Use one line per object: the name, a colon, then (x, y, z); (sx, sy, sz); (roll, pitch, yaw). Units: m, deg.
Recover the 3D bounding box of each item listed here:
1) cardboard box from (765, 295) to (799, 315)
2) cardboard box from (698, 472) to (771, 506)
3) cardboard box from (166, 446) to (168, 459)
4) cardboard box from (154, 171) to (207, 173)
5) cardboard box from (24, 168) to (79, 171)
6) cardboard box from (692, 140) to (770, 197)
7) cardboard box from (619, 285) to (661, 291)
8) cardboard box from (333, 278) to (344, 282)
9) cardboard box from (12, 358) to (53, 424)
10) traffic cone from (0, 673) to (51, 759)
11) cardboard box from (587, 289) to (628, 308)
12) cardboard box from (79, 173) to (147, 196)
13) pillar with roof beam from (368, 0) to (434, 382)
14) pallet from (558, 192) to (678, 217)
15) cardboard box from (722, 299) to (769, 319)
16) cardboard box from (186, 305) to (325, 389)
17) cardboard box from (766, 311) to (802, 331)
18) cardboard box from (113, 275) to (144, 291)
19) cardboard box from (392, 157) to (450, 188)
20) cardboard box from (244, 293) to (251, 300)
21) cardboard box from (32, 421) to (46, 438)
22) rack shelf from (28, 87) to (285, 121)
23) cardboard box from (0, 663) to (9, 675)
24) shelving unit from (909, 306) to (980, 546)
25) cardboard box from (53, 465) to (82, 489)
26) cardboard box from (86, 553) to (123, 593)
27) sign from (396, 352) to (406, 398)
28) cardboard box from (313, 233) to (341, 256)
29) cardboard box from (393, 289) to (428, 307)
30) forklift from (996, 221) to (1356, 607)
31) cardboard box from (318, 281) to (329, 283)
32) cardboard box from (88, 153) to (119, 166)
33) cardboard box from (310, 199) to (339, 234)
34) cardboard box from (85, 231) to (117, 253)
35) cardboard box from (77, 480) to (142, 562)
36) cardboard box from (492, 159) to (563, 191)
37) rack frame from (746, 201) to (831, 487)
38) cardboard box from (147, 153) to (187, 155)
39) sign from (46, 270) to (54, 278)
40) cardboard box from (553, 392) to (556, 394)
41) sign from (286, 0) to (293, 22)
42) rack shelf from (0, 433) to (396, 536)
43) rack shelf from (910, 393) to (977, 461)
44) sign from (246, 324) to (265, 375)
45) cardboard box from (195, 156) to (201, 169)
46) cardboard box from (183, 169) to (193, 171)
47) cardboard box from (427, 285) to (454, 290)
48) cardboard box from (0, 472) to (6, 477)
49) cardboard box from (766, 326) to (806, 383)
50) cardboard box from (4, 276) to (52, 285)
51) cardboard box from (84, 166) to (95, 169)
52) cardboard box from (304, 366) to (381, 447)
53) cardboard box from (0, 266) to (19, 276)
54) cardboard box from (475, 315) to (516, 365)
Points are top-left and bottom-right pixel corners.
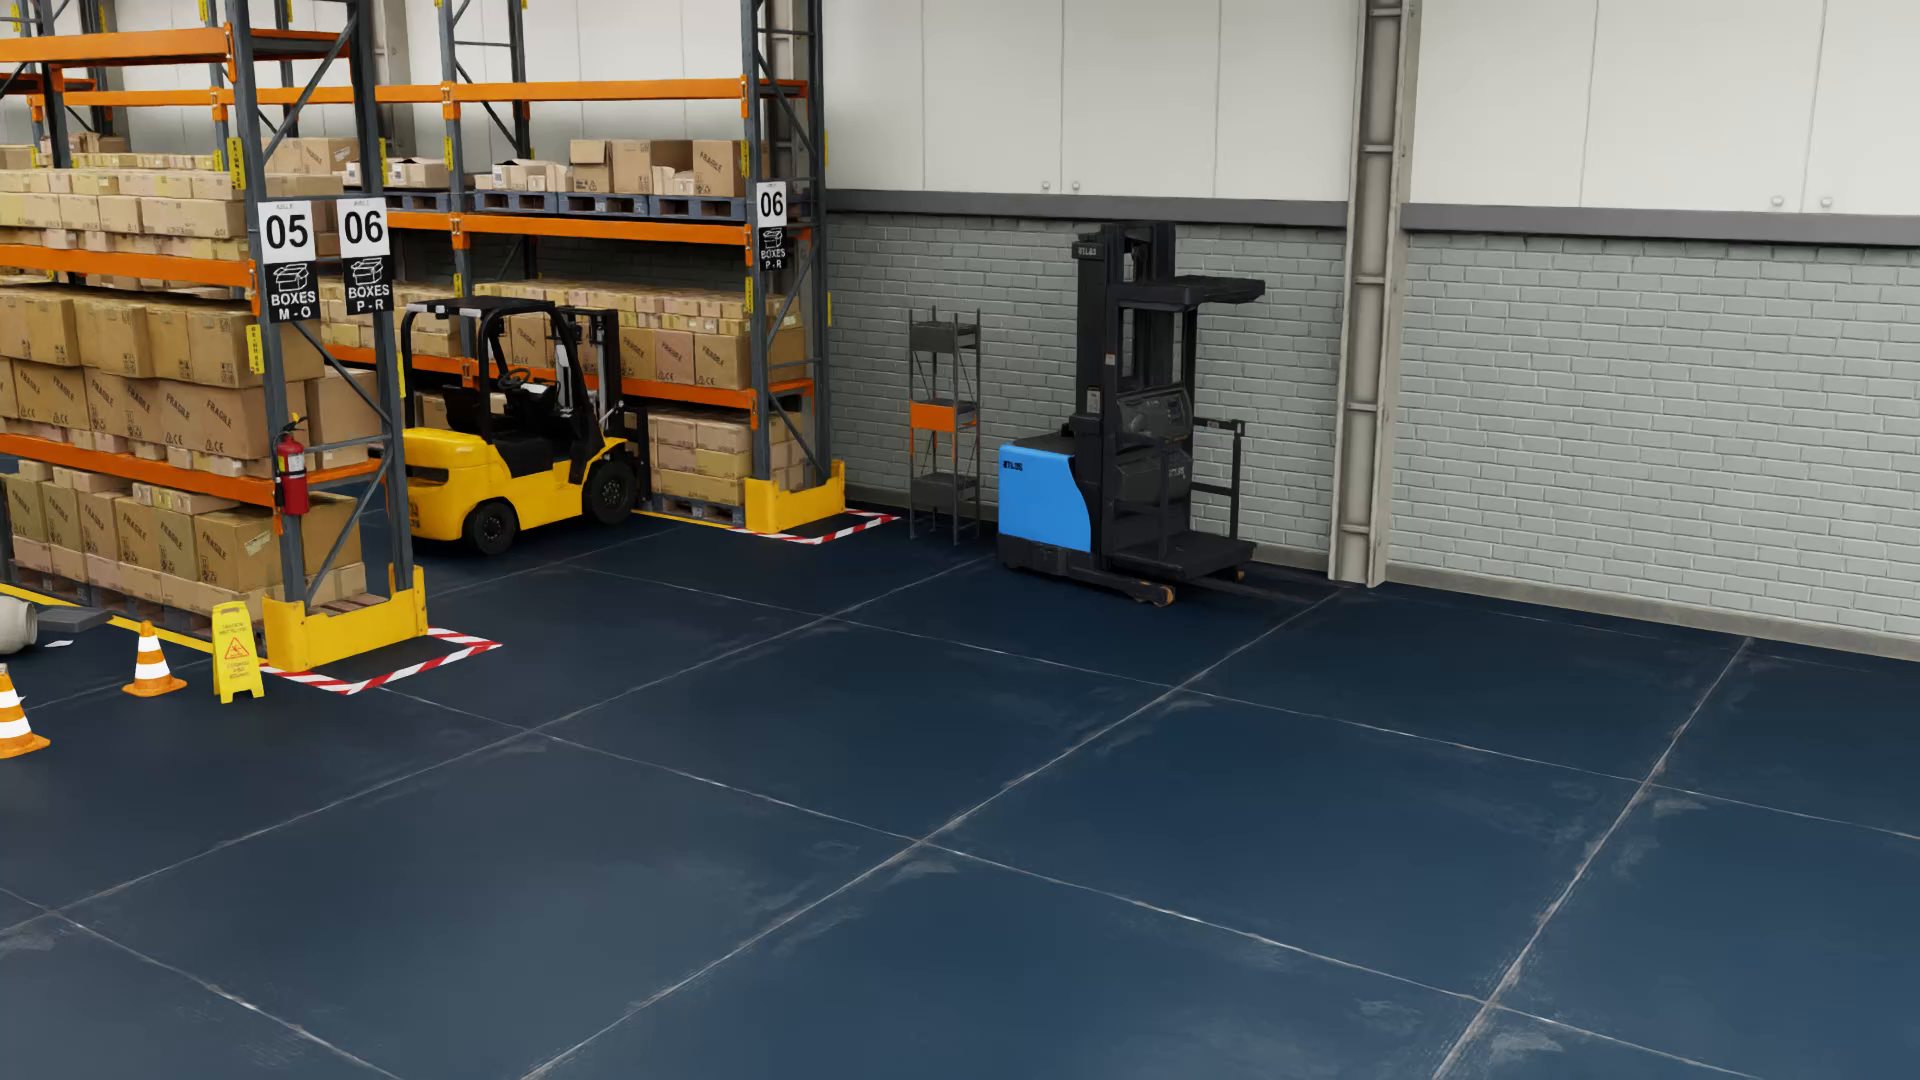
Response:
cardboard box: (-1.753, -2.246, 15.902); (0.250, 0.149, 0.380); (9, 16, 32)
cardboard box: (-2.159, -0.519, 15.954); (0.500, 0.250, 0.500); (9, 17, 33)
cardboard box: (-5.628, -0.687, 12.305); (0.250, 0.149, 0.380); (9, 17, 34)
cardboard box: (-5.787, -2.680, 12.454); (0.250, 0.149, 0.380); (10, 17, 34)
cardboard box: (-7.295, -2.919, 13.419); (0.250, 0.149, 0.380); (10, 17, 34)
cardboard box: (-2.097, -3.418, 15.282); (0.500, 0.500, 0.500); (10, 17, 35)
cardboard box: (-3.241, -2.493, 16.903); (0.250, 0.149, 0.380); (10, 17, 34)
cardboard box: (-7.146, -3.004, 19.587); (0.250, 0.149, 0.380); (9, 16, 32)
cardboard box: (-7.040, -1.212, 13.077); (0.500, 0.500, 0.500); (9, 17, 33)
traffic cone: (-5.775, 1.038, 10.094); (0.334, 0.463, 0.336); (9, 17, 33)
cardboard box: (-3.483, -2.406, 16.549); (0.250, 0.149, 0.380); (9, 17, 33)
cardboard box: (-6.097, -2.567, 11.997); (0.250, 0.149, 0.380); (10, 17, 34)
pillar with roof beam: (-9.049, -4.782, 15.839); (0.400, 9.000, 9.100); (9, 17, 33)
pallet: (-3.182, -3.327, 16.388); (1.213, 0.211, 1.003); (9, 17, 33)
cardboard box: (-2.008, -2.164, 15.572); (0.250, 0.149, 0.380); (9, 17, 33)
cardboard box: (-4.906, -1.363, 11.607); (0.500, 0.500, 0.700); (9, 16, 31)
cardboard box: (-1.730, -2.111, 15.976); (0.250, 0.149, 0.380); (9, 16, 31)
cardboard box: (-10.193, -3.228, 20.964); (0.500, 0.500, 0.700); (9, 17, 33)
cardboard box: (-5.649, -3.900, 17.624); (0.500, 0.311, 0.500); (9, 16, 31)
cardboard box: (-8.014, -2.780, 19.508); (0.500, 0.250, 0.500); (9, 17, 33)
cardboard box: (-7.121, -0.915, 13.227); (0.250, 0.149, 0.380); (9, 17, 33)
rack shelf: (-9.891, -5.360, 20.505); (4.000, 0.370, 1.077); (9, 17, 33)
cardboard box: (-6.575, 0.951, 11.099); (0.380, 0.149, 0.250); (-7, 15, -25)
shelving unit: (-0.137, -1.041, 15.087); (0.503, 2.100, 0.431); (9, 17, 33)
cardboard box: (-6.843, -0.514, 13.022); (0.250, 0.149, 0.380); (10, 17, 35)
cardboard box: (-6.450, 0.207, 13.018); (0.500, 0.250, 0.500); (9, 16, 32)
sign: (-4.058, -1.188, 12.007); (0.005, 0.325, 0.100); (9, 17, 33)
cardboard box: (-4.454, -2.103, 11.785); (0.250, 0.149, 0.380); (9, 17, 33)
cardboard box: (-6.010, -2.635, 18.093); (0.250, 0.149, 0.380); (9, 16, 31)
forklift: (1.732, -1.035, 13.332); (3.031, 2.935, 1.130); (13, 19, 41)
cardboard box: (-7.458, -2.888, 19.114); (0.250, 0.149, 0.380); (9, 17, 33)
cardboard box: (-10.626, -4.747, 20.763); (0.250, 0.149, 0.380); (9, 17, 34)
cardboard box: (-4.629, -2.308, 11.783); (0.500, 0.250, 0.500); (9, 16, 32)
cardboard box: (-6.112, -2.183, 12.108); (0.250, 0.149, 0.380); (9, 16, 32)
cardboard box: (-6.461, -0.157, 12.931); (0.500, 0.500, 0.500); (10, 17, 36)
cardboard box: (-4.358, -3.692, 16.782); (0.500, 0.311, 0.500); (10, 17, 34)
rack frame: (-1.593, -1.650, 15.674); (0.127, 3.000, 1.000); (9, 17, 33)
cardboard box: (-9.943, -4.772, 20.864); (0.250, 0.149, 0.380); (10, 17, 34)
sign: (-11.847, -3.570, 21.629); (0.005, 0.325, 0.100); (9, 17, 33)
cardboard box: (-3.967, -1.449, 17.627); (0.500, 0.250, 0.500); (9, 16, 32)
sign: (-7.925, -6.277, 19.605); (0.005, 0.325, 0.100); (9, 17, 33)
rack shelf: (-6.020, -0.579, 12.844); (4.000, 0.370, 1.077); (9, 17, 33)
rack shelf: (-0.137, -1.028, 15.091); (0.480, 0.518, 0.431); (9, 17, 33)
sign: (-4.687, -1.267, 11.060); (0.005, 0.325, 0.100); (9, 17, 33)
cardboard box: (-8.841, -4.488, 19.757); (0.250, 0.149, 0.380); (9, 16, 31)
cardboard box: (-9.068, -4.378, 19.935); (0.250, 0.149, 0.380); (10, 17, 34)
cardboard box: (-5.708, -2.750, 18.559); (0.250, 0.149, 0.380); (9, 17, 32)
cardboard box: (-9.292, -0.383, 15.150); (0.625, 0.372, 0.950); (10, 17, 35)
cardboard box: (-1.849, -1.821, 16.154); (0.500, 0.500, 0.500); (10, 17, 35)
cardboard box: (-12.533, -3.415, 22.496); (0.500, 0.250, 0.500); (9, 17, 33)
cardboard box: (-10.676, -4.590, 20.748); (0.250, 0.149, 0.380); (9, 16, 32)
cardboard box: (-4.599, -0.972, 12.106); (0.500, 0.500, 0.500); (9, 16, 32)
cardboard box: (-13.399, -3.916, 22.959); (0.500, 0.500, 0.500); (10, 17, 34)
cardboard box: (-4.690, -2.124, 17.378); (0.500, 0.500, 0.500); (9, 16, 31)
